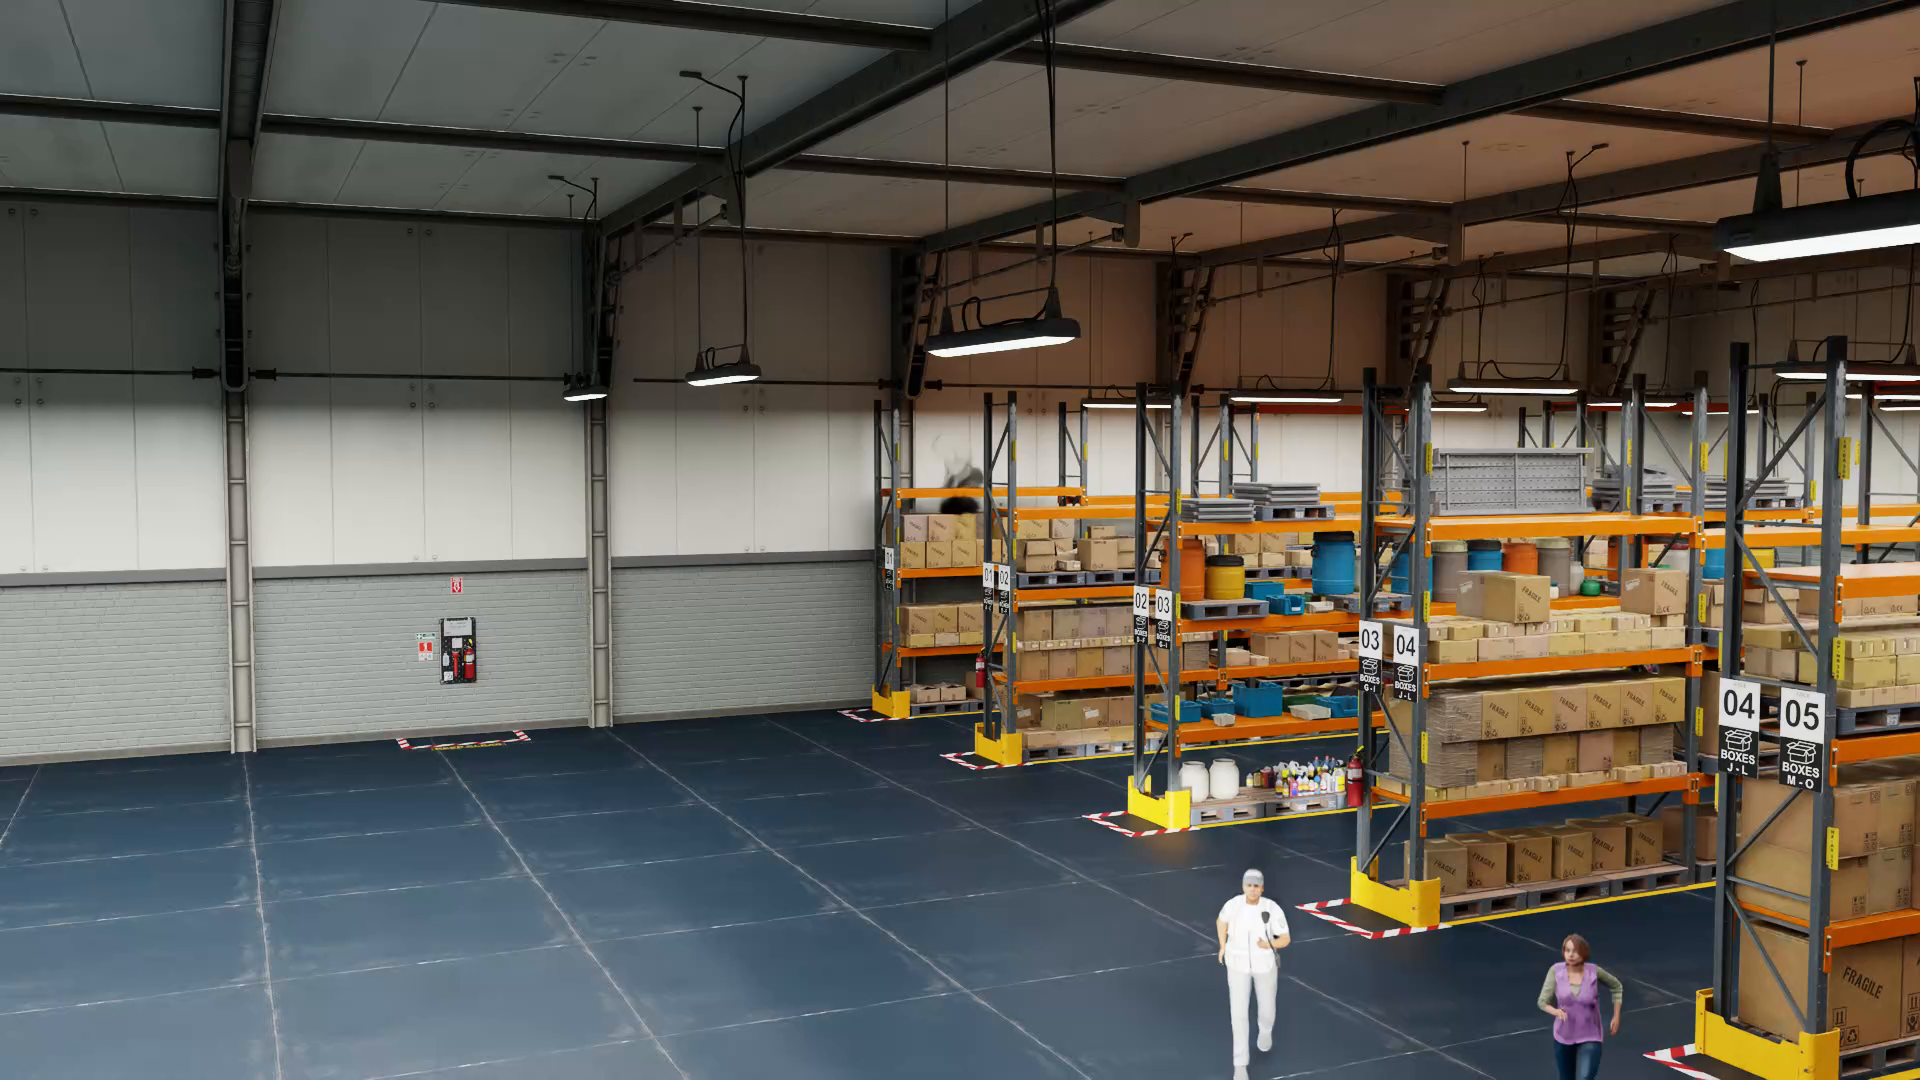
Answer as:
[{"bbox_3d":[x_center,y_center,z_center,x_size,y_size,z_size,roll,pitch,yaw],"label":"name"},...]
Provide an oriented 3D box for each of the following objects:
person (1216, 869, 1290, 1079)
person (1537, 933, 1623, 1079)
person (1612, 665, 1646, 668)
[{"bbox_3d":[2.403,3.522,13.674,0.610,1.645,0.940,1,3,12],"label":"person"},{"bbox_3d":[4.514,3.666,12.127,0.547,1.616,0.842,2,4,30],"label":"person"},{"bbox_3d":[11.928,2.613,29.833,0.601,1.615,0.568,-2,4,-34],"label":"person"}]
